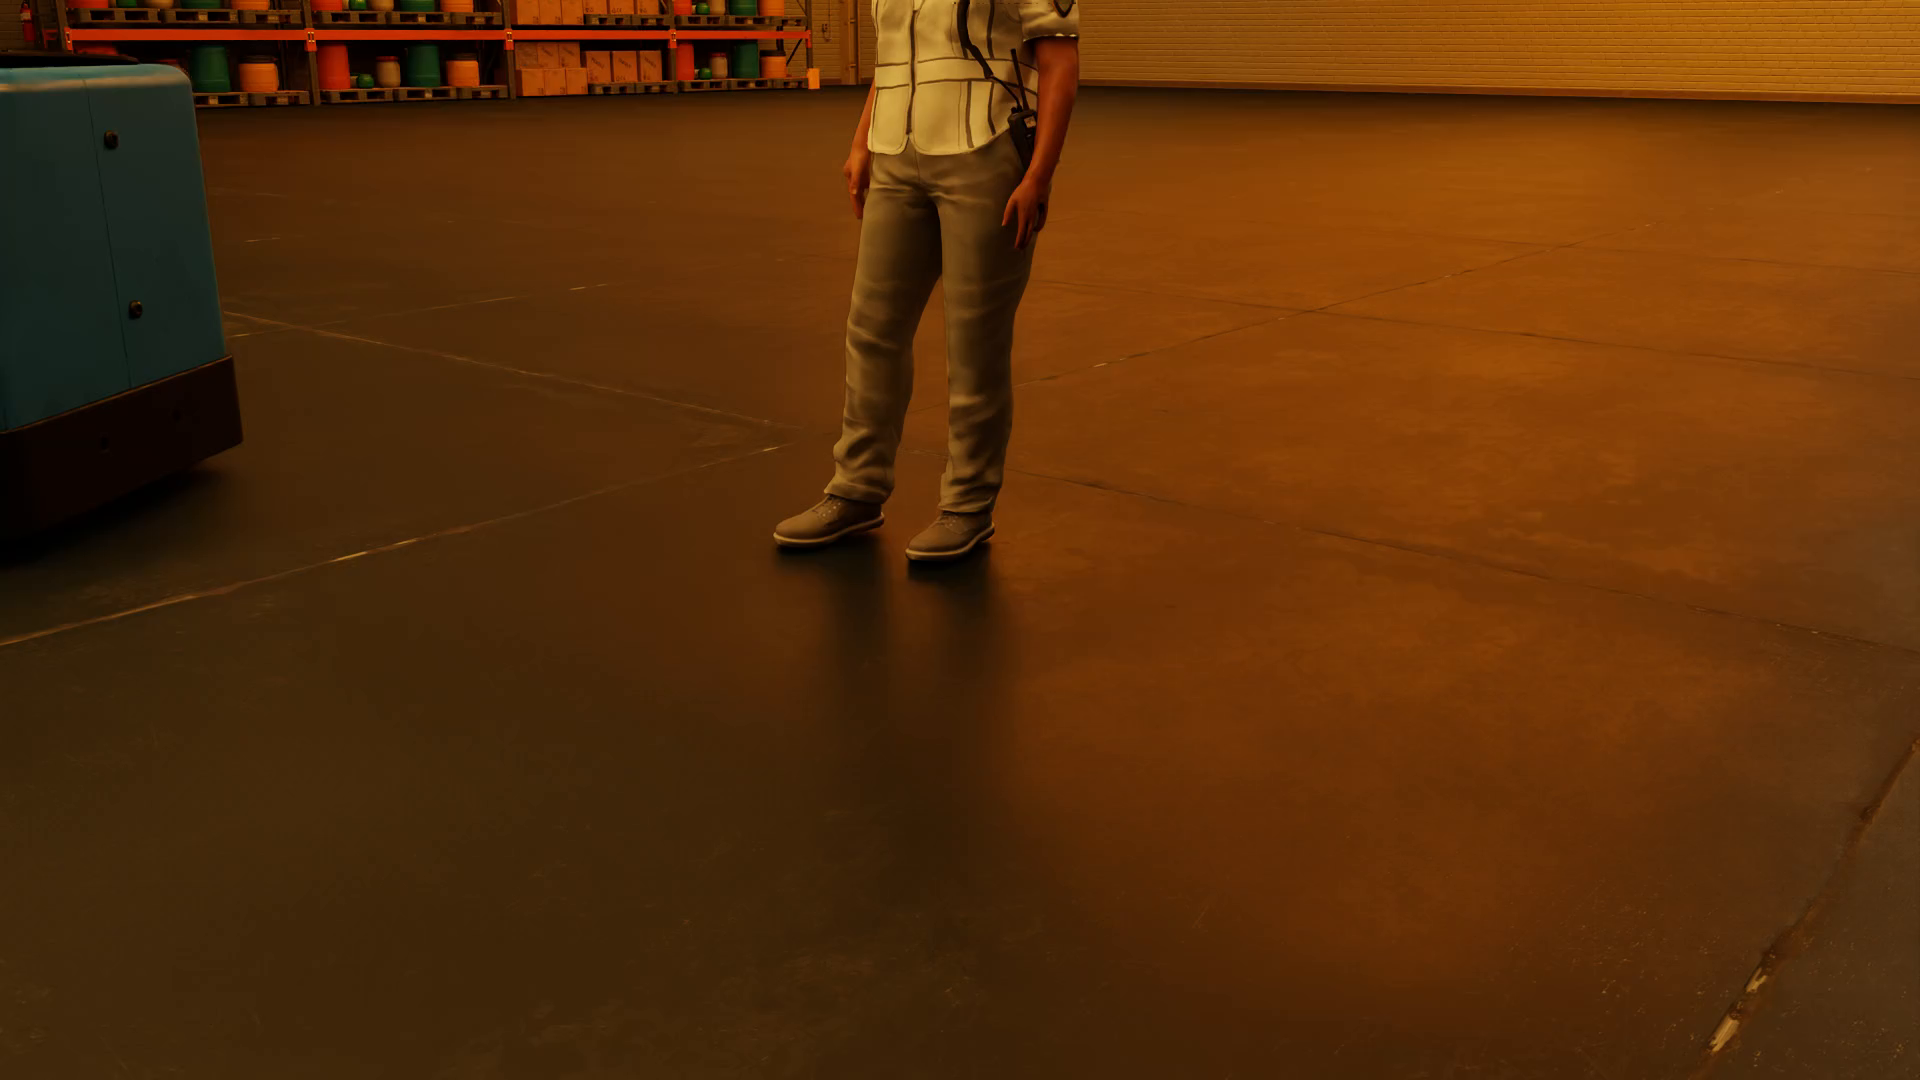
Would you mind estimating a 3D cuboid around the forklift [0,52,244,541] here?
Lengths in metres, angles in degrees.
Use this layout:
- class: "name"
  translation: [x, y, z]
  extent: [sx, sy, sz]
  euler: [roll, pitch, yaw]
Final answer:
- class: "forklift"
  translation: [-3.529, -1.526, 3.924]
  extent: [3.031, 2.935, 1.130]
  euler: [2, 17, 7]

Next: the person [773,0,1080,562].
- class: "person"
  translation: [-0.066, -0.792, 3.655]
  extent: [0.599, 1.670, 0.529]
  euler: [13, 21, 37]
